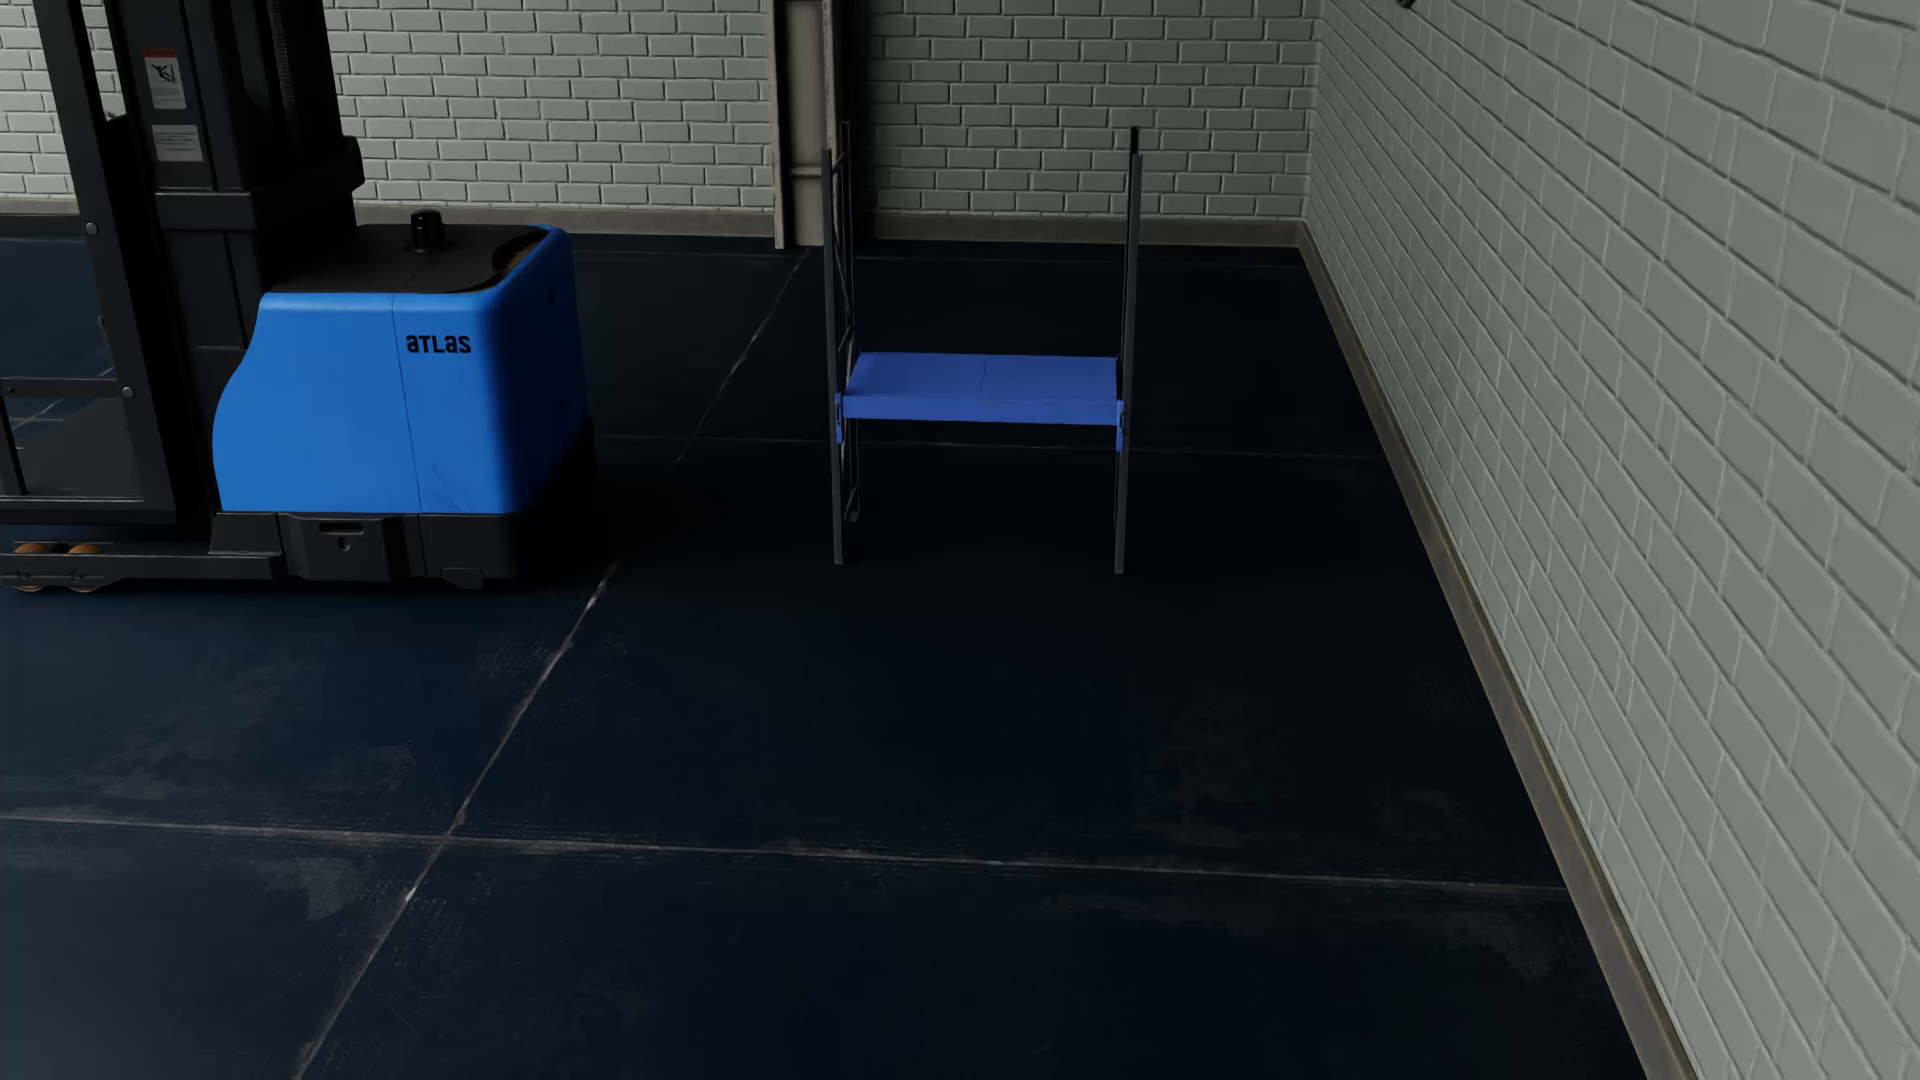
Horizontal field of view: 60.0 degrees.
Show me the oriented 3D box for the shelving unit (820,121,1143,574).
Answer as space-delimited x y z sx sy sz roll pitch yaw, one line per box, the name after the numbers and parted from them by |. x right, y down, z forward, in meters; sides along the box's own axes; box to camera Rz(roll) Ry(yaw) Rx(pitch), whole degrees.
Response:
0.085 -0.679 5.931 1.048 1.500 0.538 2 25 4 | shelving unit

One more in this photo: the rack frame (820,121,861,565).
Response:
-0.422 -0.695 5.966 0.032 1.500 0.500 2 25 4 | rack frame

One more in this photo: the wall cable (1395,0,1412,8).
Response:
1.926 -3.858 7.584 0.112 2.526 3.097 2 25 4 | wall cable

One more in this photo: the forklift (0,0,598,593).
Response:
-2.975 -1.367 5.714 3.031 2.935 1.130 1 25 1 | forklift

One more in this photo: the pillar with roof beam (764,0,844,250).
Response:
-1.240 -4.120 4.439 0.400 9.000 9.100 2 25 4 | pillar with roof beam

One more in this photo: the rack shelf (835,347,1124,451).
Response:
0.085 -0.515 6.006 1.000 0.185 0.538 2 25 4 | rack shelf

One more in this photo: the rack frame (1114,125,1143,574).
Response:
0.592 -0.662 5.895 0.032 1.500 0.500 2 25 4 | rack frame
